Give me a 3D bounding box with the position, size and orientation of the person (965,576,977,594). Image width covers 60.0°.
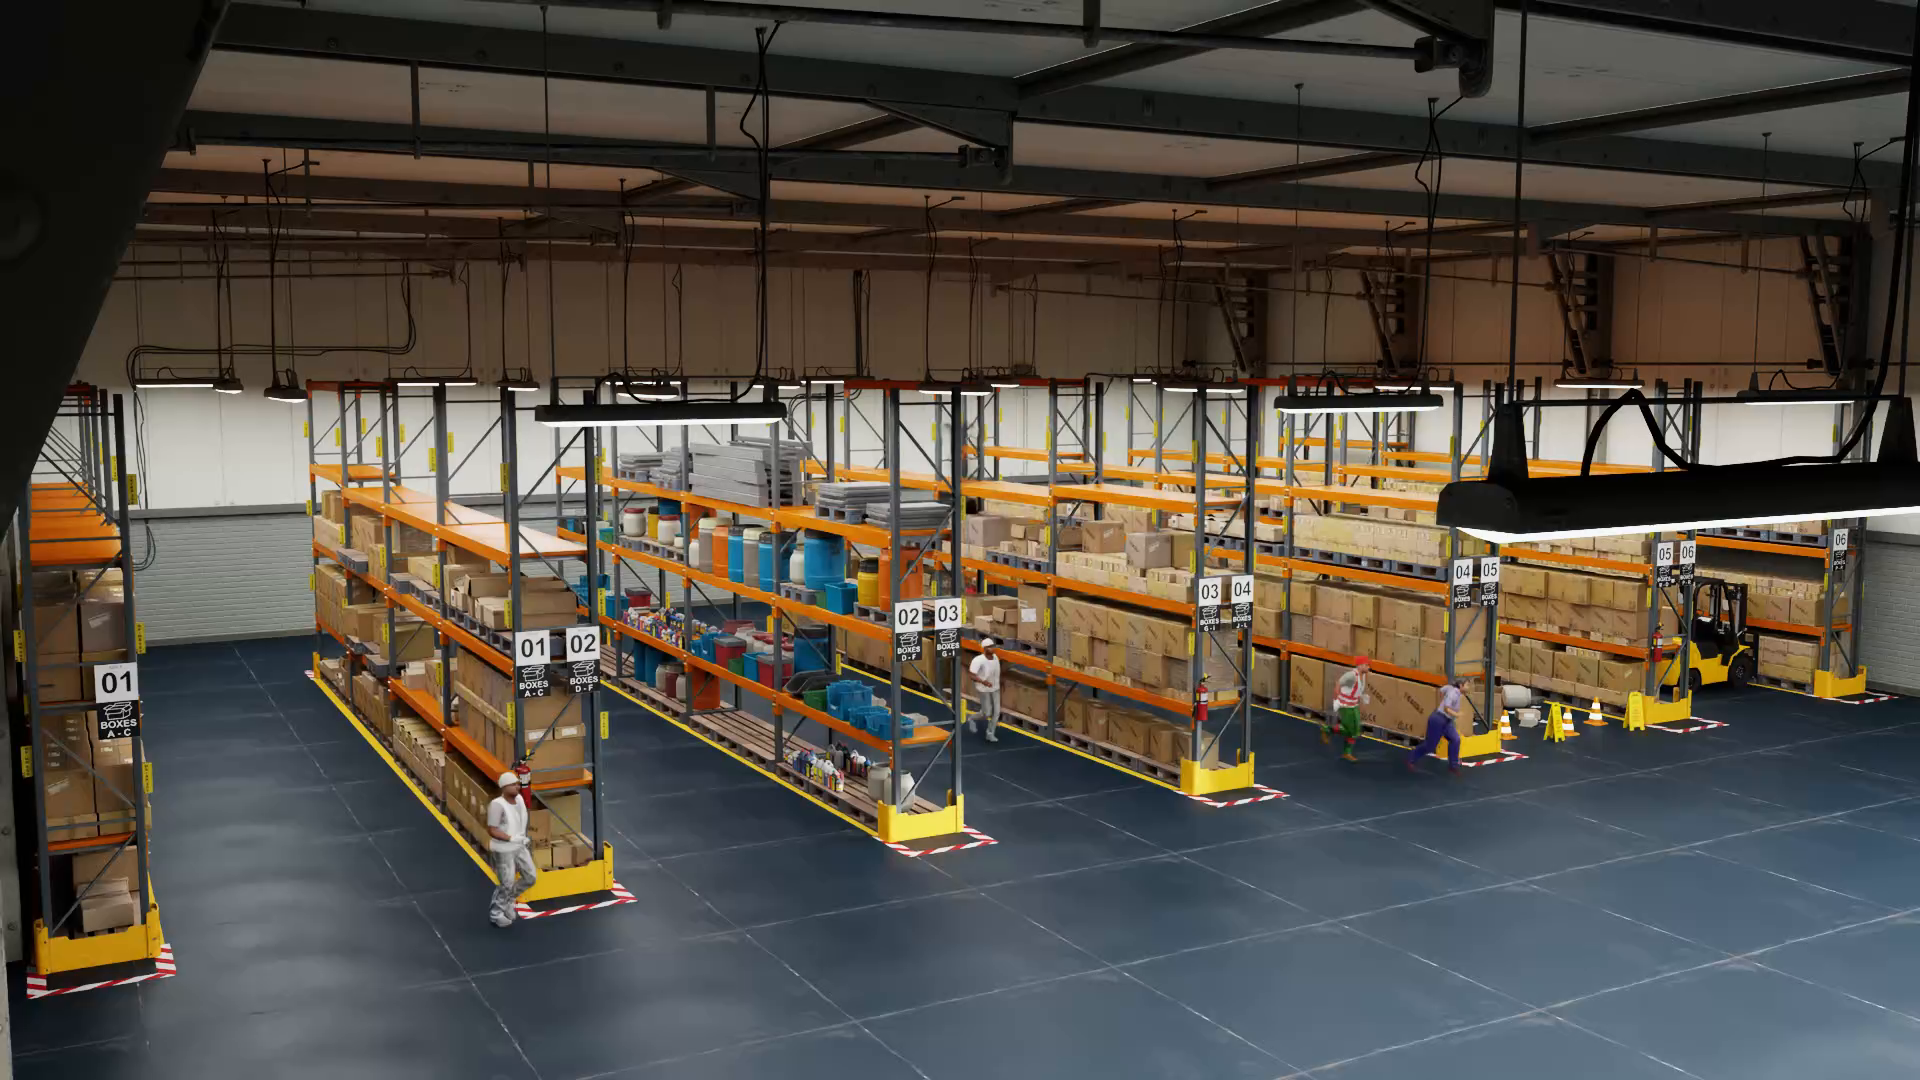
[{"bbox_3d":[0.247,1.652,35.830,0.642,1.768,0.915,-5,8,-39],"label":"person"}]

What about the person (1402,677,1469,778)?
[{"bbox_3d":[7.306,2.871,25.562,0.959,1.612,0.649,2,6,16],"label":"person"}]

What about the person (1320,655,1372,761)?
[{"bbox_3d":[6.193,2.668,26.665,0.835,1.716,0.655,4,7,35],"label":"person"}]

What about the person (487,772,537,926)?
[{"bbox_3d":[-5.009,3.470,18.716,0.620,1.750,0.720,3,7,23],"label":"person"}]

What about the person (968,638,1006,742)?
[{"bbox_3d":[0.443,2.503,27.939,0.699,1.728,0.687,-5,8,-40],"label":"person"}]
